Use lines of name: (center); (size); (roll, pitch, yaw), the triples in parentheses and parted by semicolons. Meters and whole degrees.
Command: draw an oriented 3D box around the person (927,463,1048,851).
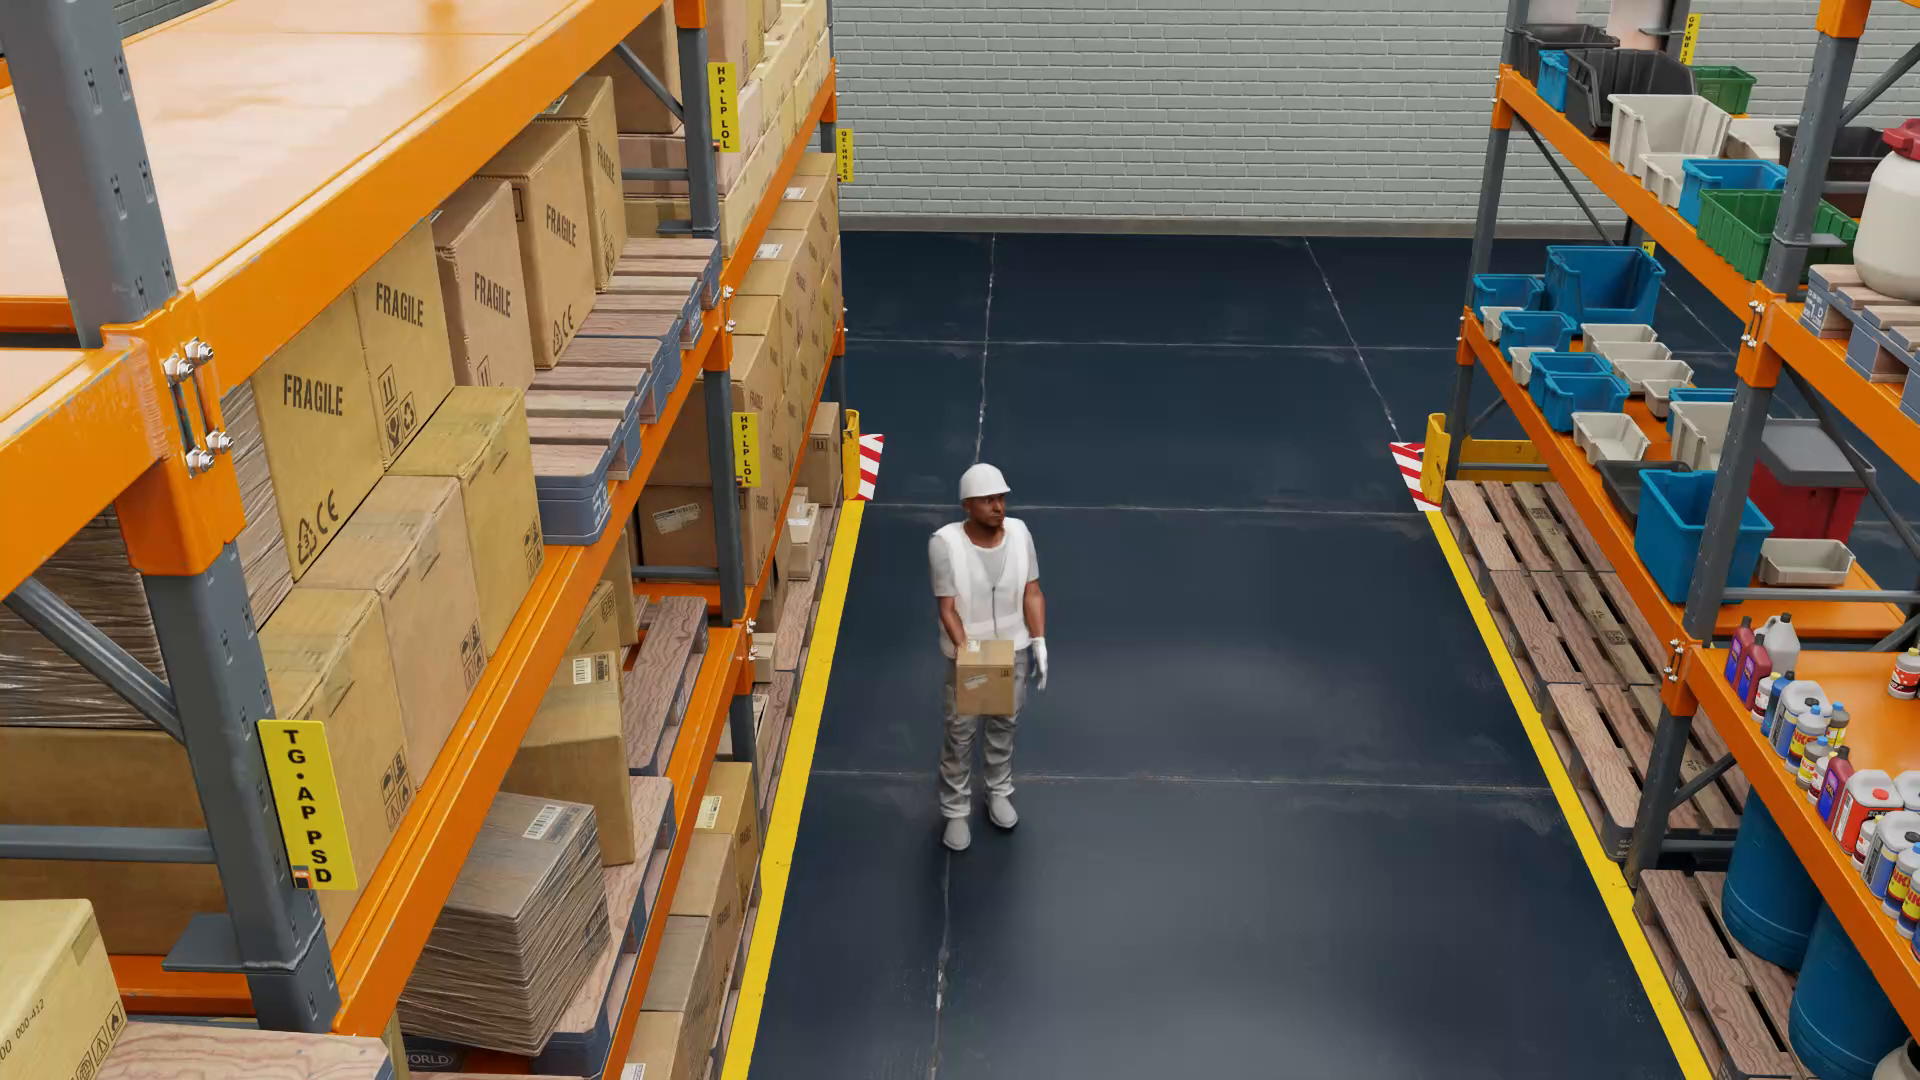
person: (0.126, 0.532, 7.581); (0.566, 1.789, 0.539); (-12, 30, -22)
